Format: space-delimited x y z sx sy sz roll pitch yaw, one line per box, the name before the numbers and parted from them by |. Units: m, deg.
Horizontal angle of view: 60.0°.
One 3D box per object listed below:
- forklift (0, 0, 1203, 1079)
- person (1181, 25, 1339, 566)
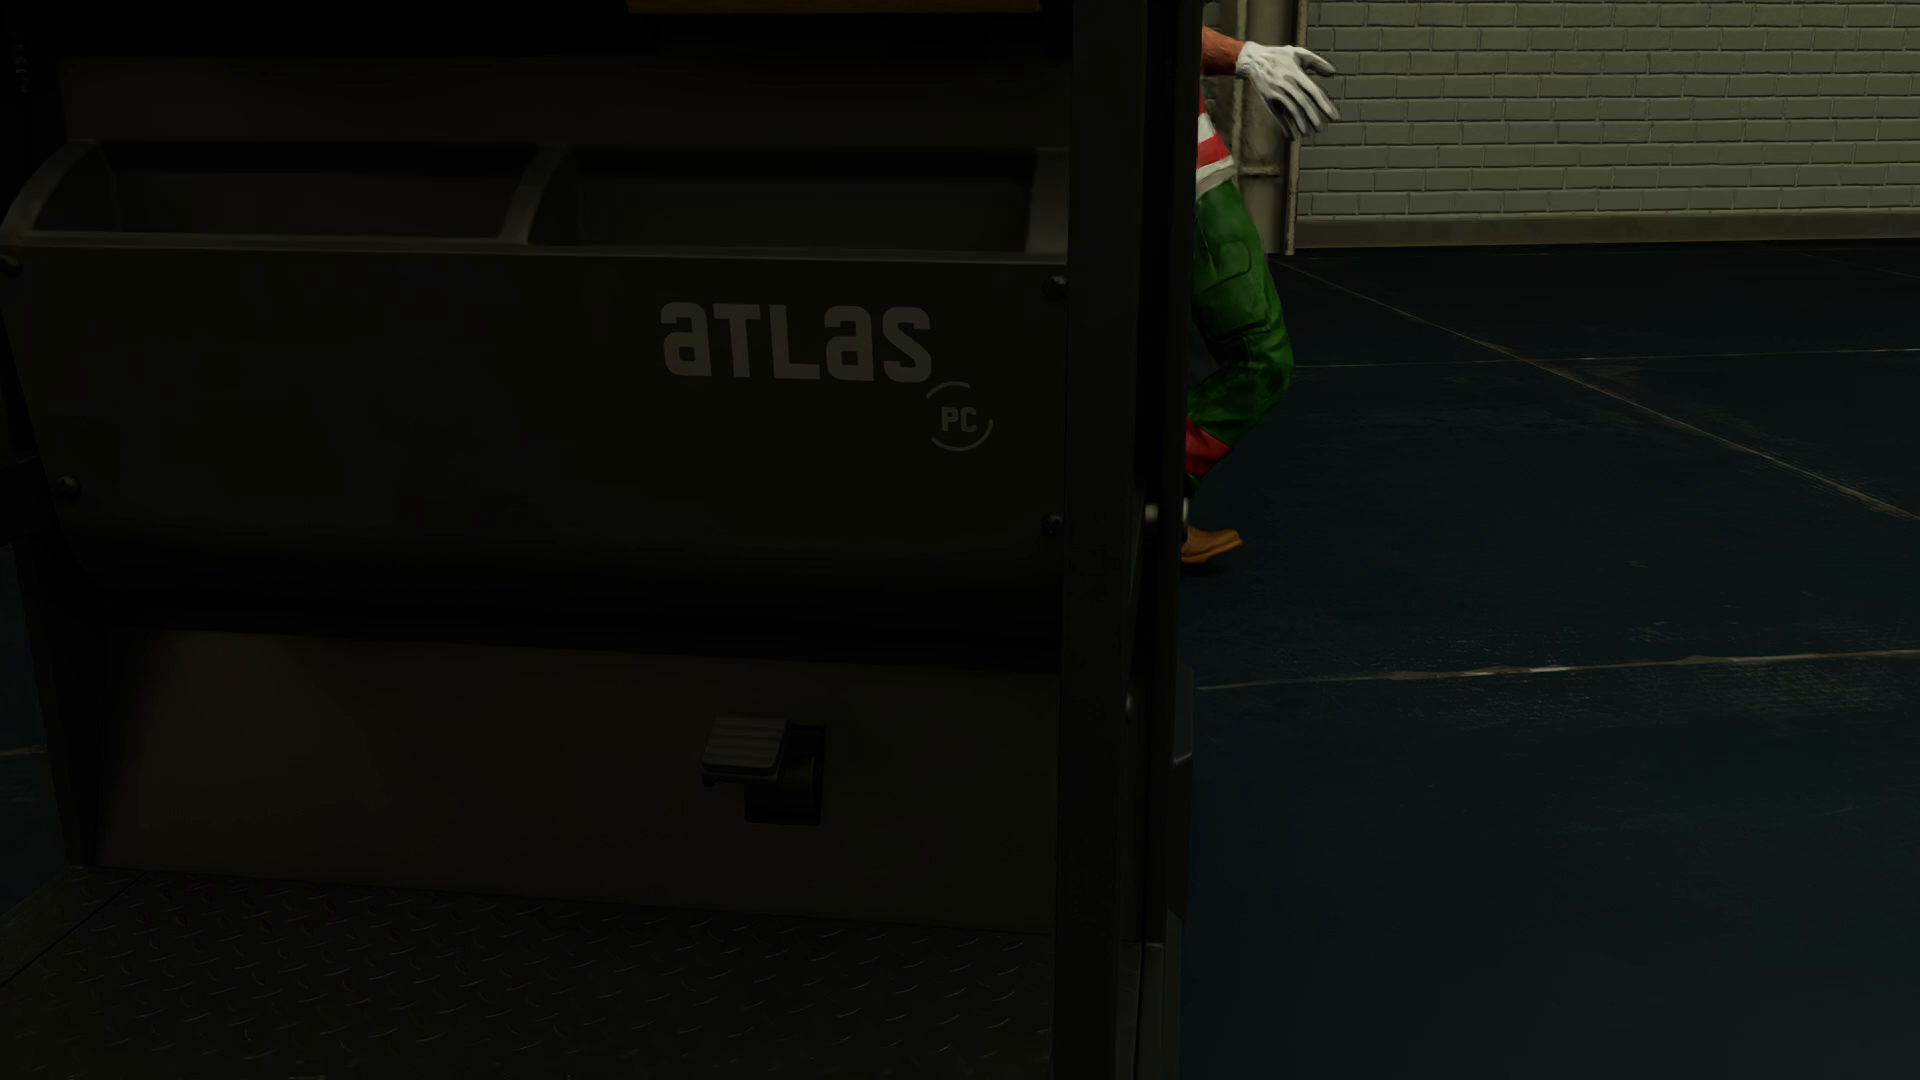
forklift | -0.378 -0.657 1.065 1.130 2.935 3.031 2 17 8
person | 0.450 -0.711 3.584 0.779 1.540 1.042 -6 18 -20
